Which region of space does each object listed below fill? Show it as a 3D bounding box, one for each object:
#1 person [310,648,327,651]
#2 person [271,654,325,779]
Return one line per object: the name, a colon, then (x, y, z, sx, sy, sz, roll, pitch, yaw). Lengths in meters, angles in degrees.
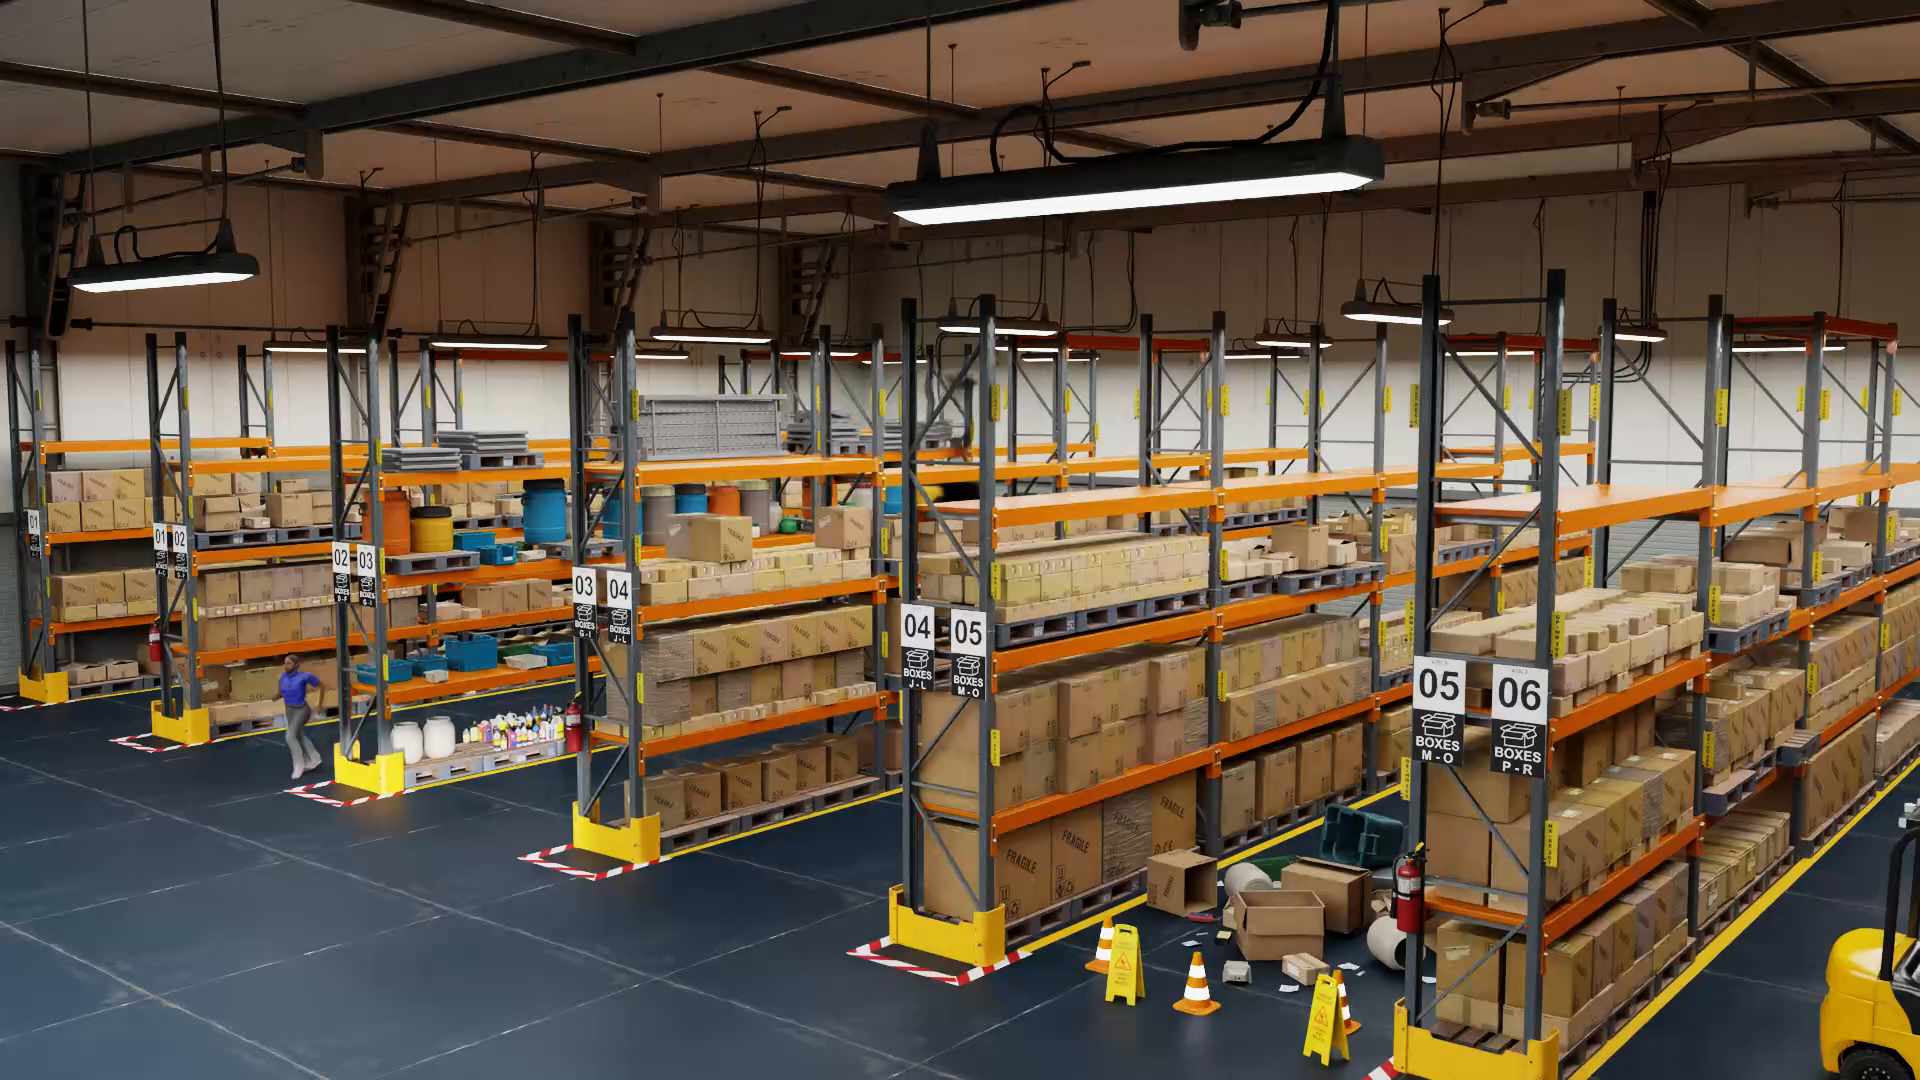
person: (-11.094, 1.816, 28.541, 0.710, 1.583, 0.871, 1, 5, 13)
person: (-8.889, 2.354, 22.344, 0.590, 1.673, 0.785, 2, 6, 23)
